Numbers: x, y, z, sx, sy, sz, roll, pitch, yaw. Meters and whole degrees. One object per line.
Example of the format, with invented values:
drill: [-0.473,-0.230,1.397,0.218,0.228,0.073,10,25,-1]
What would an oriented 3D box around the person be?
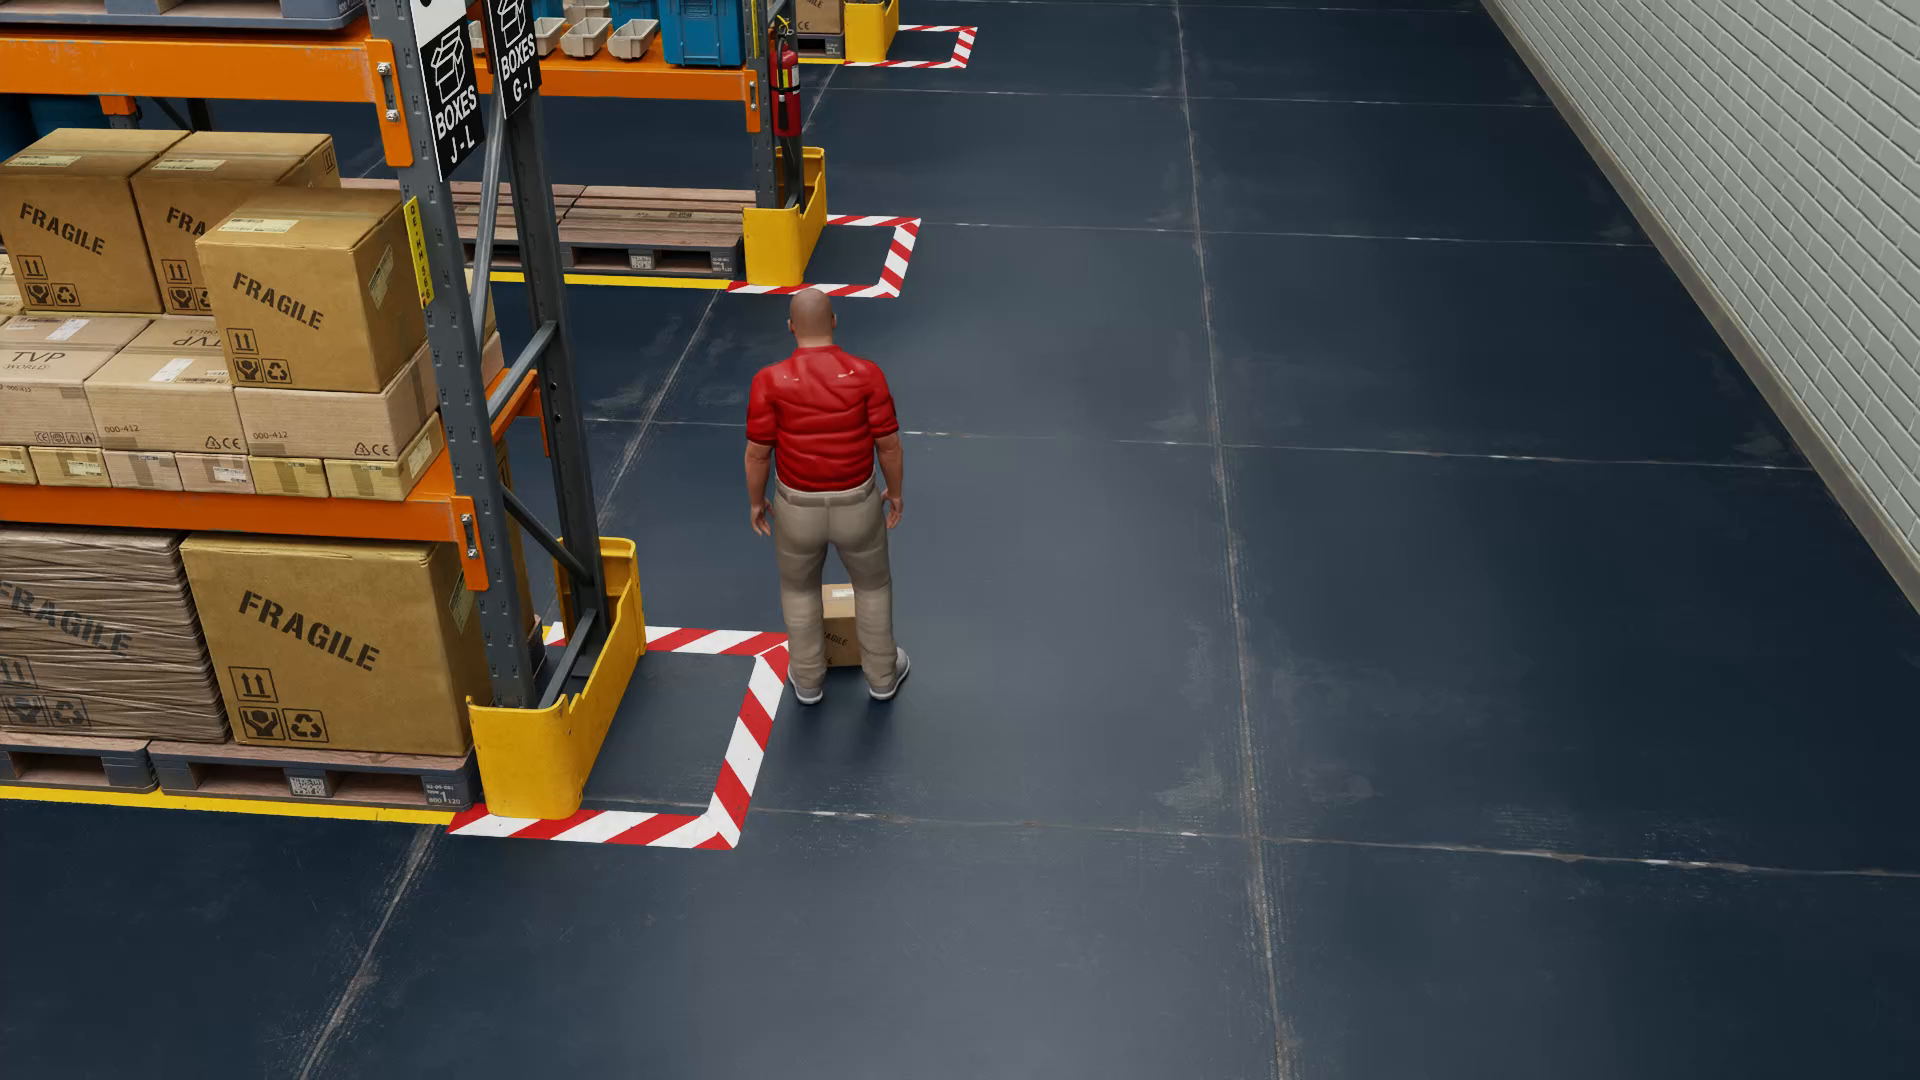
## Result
person: [-0.504,-0.138,6.369,0.607,1.728,0.387,-3,32,-4]
